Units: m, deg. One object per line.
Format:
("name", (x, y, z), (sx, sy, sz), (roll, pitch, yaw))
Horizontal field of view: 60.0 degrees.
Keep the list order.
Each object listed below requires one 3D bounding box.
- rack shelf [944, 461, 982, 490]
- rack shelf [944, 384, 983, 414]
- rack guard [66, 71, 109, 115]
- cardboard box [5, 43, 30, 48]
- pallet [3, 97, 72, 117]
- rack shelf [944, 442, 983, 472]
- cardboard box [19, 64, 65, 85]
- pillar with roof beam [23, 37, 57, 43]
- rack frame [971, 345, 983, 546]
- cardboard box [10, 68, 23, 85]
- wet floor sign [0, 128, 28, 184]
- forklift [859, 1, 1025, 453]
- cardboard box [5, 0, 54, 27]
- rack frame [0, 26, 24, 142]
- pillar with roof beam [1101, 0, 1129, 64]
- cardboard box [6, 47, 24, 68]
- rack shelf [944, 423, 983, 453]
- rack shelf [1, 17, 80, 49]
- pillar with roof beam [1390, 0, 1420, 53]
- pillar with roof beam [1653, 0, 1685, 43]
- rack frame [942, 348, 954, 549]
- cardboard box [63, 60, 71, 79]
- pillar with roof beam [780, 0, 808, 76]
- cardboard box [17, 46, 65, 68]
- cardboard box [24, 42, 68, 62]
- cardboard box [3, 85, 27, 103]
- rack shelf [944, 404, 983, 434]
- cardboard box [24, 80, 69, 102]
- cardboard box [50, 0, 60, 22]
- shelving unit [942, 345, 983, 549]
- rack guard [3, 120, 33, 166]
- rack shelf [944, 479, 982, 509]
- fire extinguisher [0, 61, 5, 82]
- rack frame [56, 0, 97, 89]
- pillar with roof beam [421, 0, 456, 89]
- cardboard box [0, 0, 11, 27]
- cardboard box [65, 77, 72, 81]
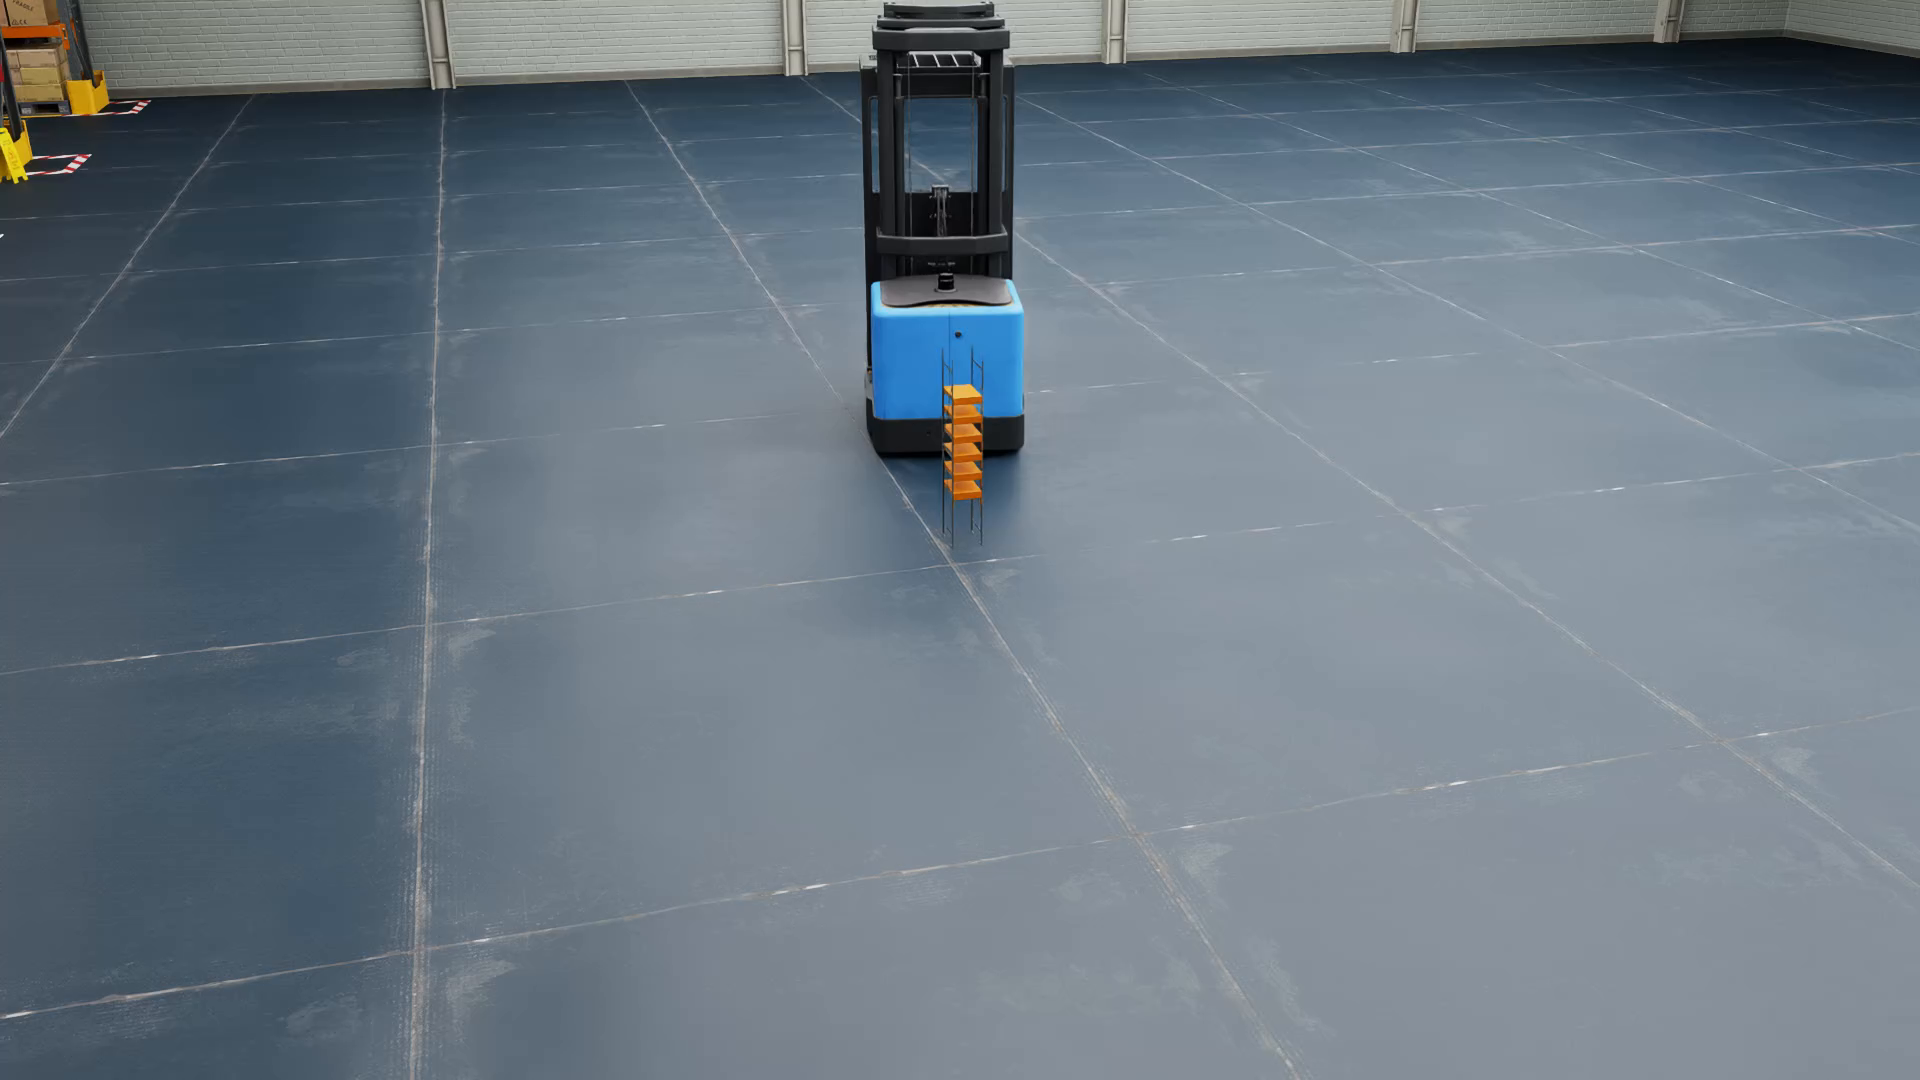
("rack shelf", (0.014, -0.402, 10.082), (0.180, 0.103, 0.258), (-6, 24, -14))
("rack shelf", (0.014, -0.843, 9.893), (0.180, 0.103, 0.258), (-6, 24, -14))
("rack guard", (-13.536, -6.949, 25.811), (0.348, 0.500, 1.175), (-6, 24, -14))
("cardboard box", (-14.553, -7.450, 25.496), (0.500, 0.250, 0.500), (-6, 24, -14))
("pallet", (-14.284, -6.717, 25.635), (1.213, 0.211, 1.003), (-6, 24, -14))
("rack shelf", (0.014, -0.512, 10.035), (0.180, 0.103, 0.258), (-6, 24, -14))
("cardboard box", (-13.943, -7.084, 25.276), (0.500, 0.250, 0.500), (-7, 24, -15))
("pillar with roof beam", (-13.310, -9.486, 20.945), (0.400, 9.000, 9.100), (-6, 24, -14))
("rack frame", (0.102, -0.563, 10.040), (0.006, 1.200, 0.240), (-6, 24, -14))
("cardboard box", (-14.429, -7.035, 25.161), (0.500, 0.250, 0.500), (-7, 24, -15))
("wet floor sign", (-11.743, -4.743, 20.486), (0.232, 0.644, 0.267), (2, 23, 4))
("forklift", (-0.174, -2.491, 12.337), (1.130, 2.935, 3.031), (-2, 23, -4))
("cardboard box", (-13.962, -7.989, 24.938), (0.500, 0.500, 0.500), (-7, 24, -16))
("rack frame", (-12.215, -6.211, 20.922), (0.127, 3.000, 1.000), (-6, 24, -14))
("pillar with roof beam", (4.021, -11.403, 25.413), (0.400, 9.000, 9.100), (-6, 24, -14))
("cardboard box", (-14.408, -7.260, 25.053), (0.500, 0.250, 0.500), (-6, 24, -13))
("rack shelf", (0.014, -0.622, 9.987), (0.180, 0.103, 0.258), (-6, 24, -14))
("rack shelf", (-15.485, -7.552, 24.958), (4.000, 0.370, 1.077), (-6, 24, -14))
("pillar with roof beam", (9.798, -12.042, 26.903), (0.400, 9.000, 9.100), (-6, 24, -14))
("pillar with roof beam", (15.575, -12.681, 28.392), (0.400, 9.000, 9.100), (-6, 24, -14))
("rack frame", (-0.074, -0.543, 9.994), (0.006, 1.200, 0.240), (-6, 24, -14))
("cardboard box", (-14.068, -7.283, 25.740), (0.500, 0.250, 0.500), (-6, 24, -13))
("pillar with roof beam", (-1.756, -10.764, 23.924), (0.400, 9.000, 9.100), (-6, 24, -14))
("cardboard box", (-13.918, -7.317, 25.185), (0.500, 0.250, 0.500), (-5, 24, -13))
("cardboard box", (-14.073, -7.505, 25.623), (0.500, 0.250, 0.500), (-7, 24, -15))
("cardboard box", (-14.408, -6.805, 25.261), (0.500, 0.250, 0.500), (-6, 24, -14))
("rack shelf", (0.014, -0.733, 9.940), (0.180, 0.103, 0.258), (-6, 24, -14))
("cardboard box", (-13.926, -6.855, 25.376), (0.500, 0.250, 0.500), (-6, 24, -14))
("cardboard box", (-14.111, -8.194, 25.416), (0.500, 0.500, 0.500), (-6, 24, -13))
("shelving unit", (0.014, -0.553, 10.017), (0.189, 1.200, 0.258), (-6, 24, -14))
("rack guard", (-12.288, -5.054, 21.396), (0.348, 0.500, 1.175), (-6, 24, -14))
("rack shelf", (0.014, -0.292, 10.129), (0.180, 0.103, 0.258), (-6, 24, -14))
("fire extinguisher", (-11.980, -6.013, 20.557), (0.183, 0.674, 0.296), (-6, 24, -14))
("rack frame", (-13.559, -8.095, 25.313), (0.127, 3.000, 1.000), (-6, 24, -14))
("pillar with roof beam", (-7.533, -10.125, 22.435), (0.400, 9.000, 9.100), (-6, 24, -14))
("cardboard box", (-14.464, -7.937, 24.818), (0.500, 0.500, 0.500), (-6, 24, -13))
("cardboard box", (-14.085, -7.047, 25.823), (0.500, 0.250, 0.500), (-6, 24, -14))
